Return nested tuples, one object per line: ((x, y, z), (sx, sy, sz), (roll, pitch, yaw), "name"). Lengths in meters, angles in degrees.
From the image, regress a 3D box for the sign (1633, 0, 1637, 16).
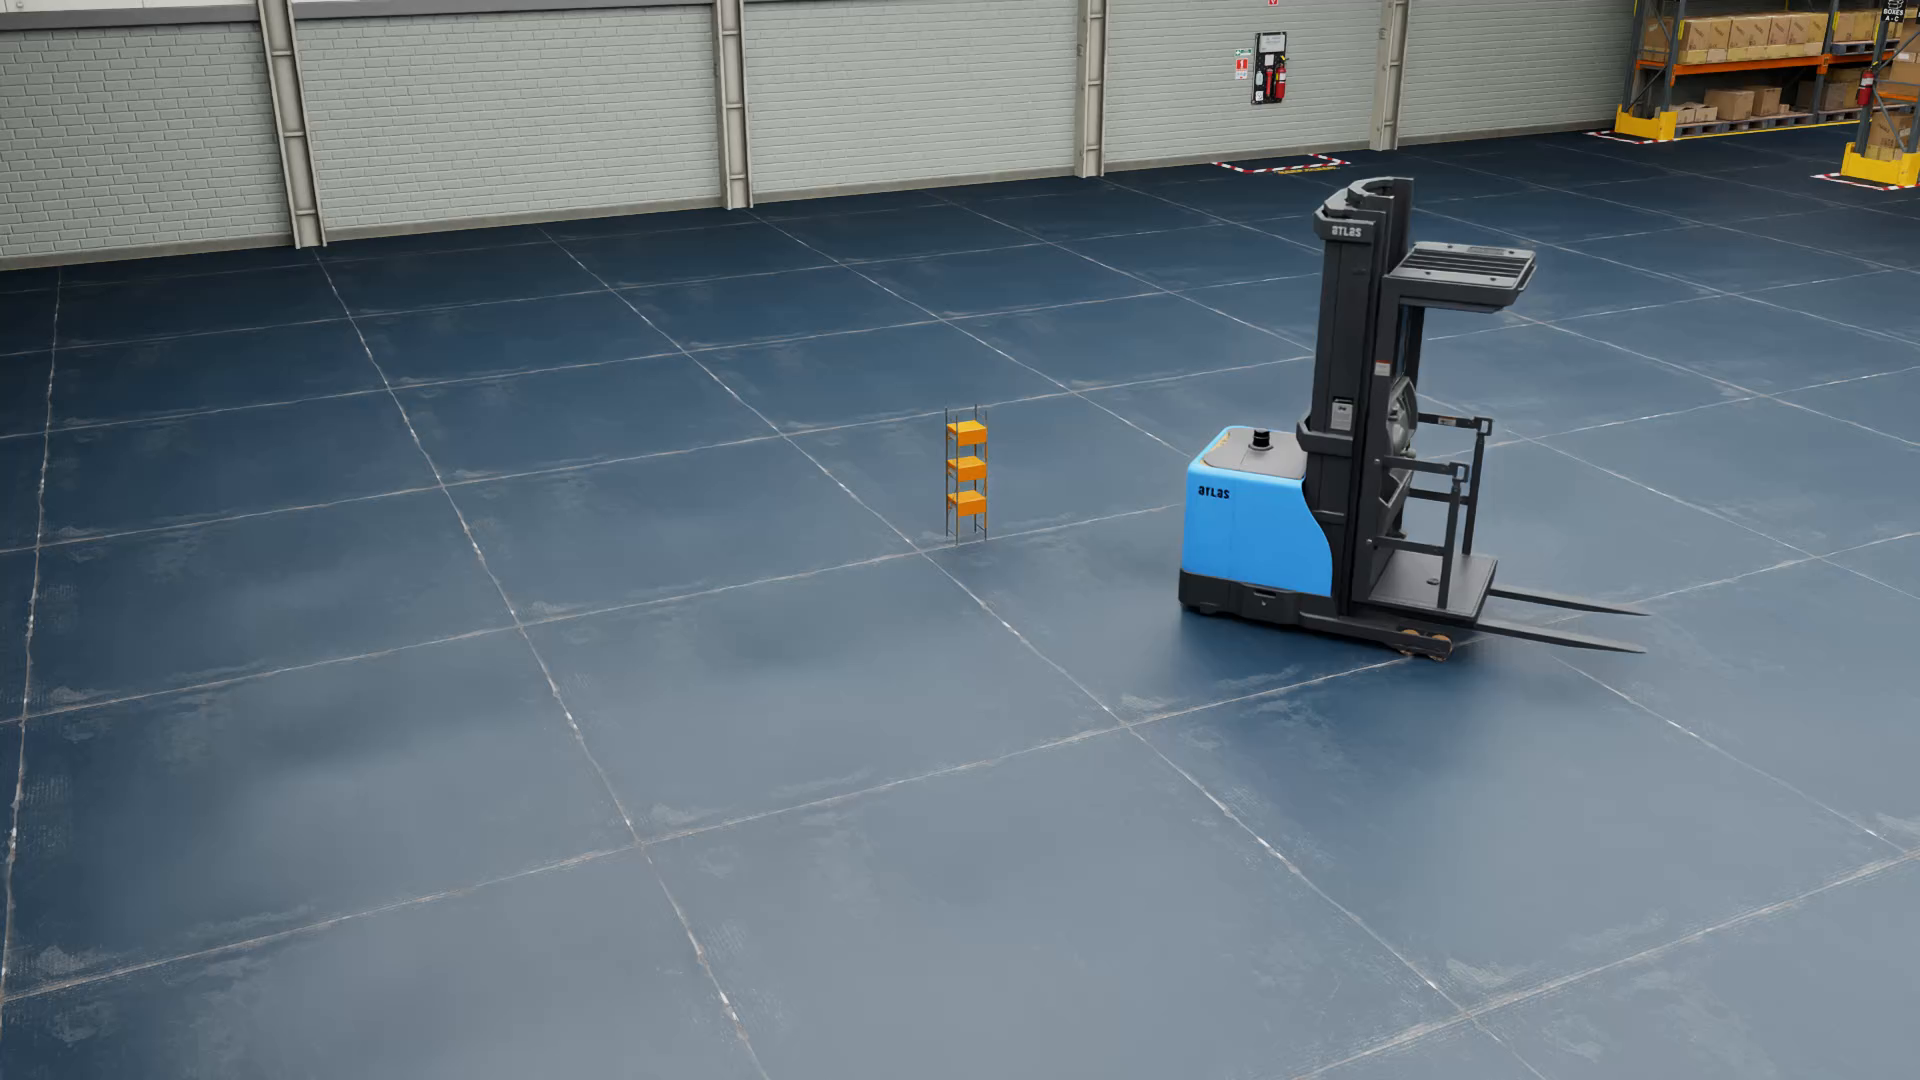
((12.432, -9.784, 30.537), (0.005, 0.325, 0.100), (-10, 25, -24), "sign")

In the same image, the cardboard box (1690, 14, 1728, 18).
((13.909, -9.514, 31.001), (0.500, 0.500, 0.500), (-11, 25, -25), "cardboard box")

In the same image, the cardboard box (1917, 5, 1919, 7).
((19.282, -10.659, 33.023), (0.250, 0.149, 0.380), (-15, 27, -32), "cardboard box")

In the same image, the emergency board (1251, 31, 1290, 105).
((5.261, -7.931, 27.987), (0.643, 1.169, 0.194), (-10, 25, -24), "emergency board")

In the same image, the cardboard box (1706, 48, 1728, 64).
((13.694, -8.911, 30.525), (0.500, 0.250, 0.500), (-11, 25, -25), "cardboard box")

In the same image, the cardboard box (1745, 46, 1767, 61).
((14.612, -9.077, 30.925), (0.500, 0.250, 0.500), (-10, 25, -23), "cardboard box")

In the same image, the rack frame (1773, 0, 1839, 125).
((16.259, -9.572, 31.952), (0.127, 3.000, 1.000), (-10, 25, -24), "rack frame")

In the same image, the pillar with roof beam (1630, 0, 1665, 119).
((14.777, -10.611, 26.618), (0.400, 9.000, 9.100), (-10, 25, -24), "pillar with roof beam")

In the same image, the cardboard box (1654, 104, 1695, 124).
((13.317, -7.953, 30.982), (0.500, 0.311, 0.500), (-14, 26, -30), "cardboard box")

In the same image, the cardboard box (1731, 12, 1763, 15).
((14.826, -9.687, 31.420), (0.500, 0.500, 0.500), (-10, 24, -22), "cardboard box")

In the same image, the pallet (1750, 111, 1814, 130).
((15.669, -8.160, 32.187), (1.213, 0.211, 1.003), (-10, 25, -24), "pallet")

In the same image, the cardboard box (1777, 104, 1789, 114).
((15.790, -8.367, 32.171), (0.250, 0.166, 0.380), (-14, 26, -30), "cardboard box")

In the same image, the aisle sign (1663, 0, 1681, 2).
((12.720, -9.994, 29.573), (0.004, 0.787, 0.394), (-10, 25, -24), "aisle sign")

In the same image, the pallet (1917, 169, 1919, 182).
((15.477, -6.055, 27.101), (1.213, 0.211, 1.003), (-10, 25, -24), "pallet")

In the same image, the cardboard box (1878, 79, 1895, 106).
((18.287, -9.009, 33.285), (0.500, 0.500, 0.700), (-11, 25, -24), "cardboard box")

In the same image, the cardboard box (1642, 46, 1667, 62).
((12.992, -8.993, 30.723), (0.500, 0.250, 0.500), (-10, 25, -23), "cardboard box")

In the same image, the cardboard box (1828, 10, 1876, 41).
((17.239, -9.984, 32.242), (0.500, 0.500, 0.700), (-8, 24, -18), "cardboard box")

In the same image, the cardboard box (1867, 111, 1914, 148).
((15.161, -6.663, 26.991), (0.500, 0.500, 0.500), (-10, 25, -24), "cardboard box")

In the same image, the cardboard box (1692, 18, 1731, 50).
((13.665, -9.249, 30.362), (0.500, 0.500, 0.500), (-10, 25, -23), "cardboard box")

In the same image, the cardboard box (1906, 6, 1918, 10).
((18.952, -10.302, 33.009), (0.500, 0.500, 0.700), (-13, 26, -29), "cardboard box")

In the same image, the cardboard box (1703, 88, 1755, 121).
((14.514, -8.240, 31.426), (0.500, 0.500, 0.700), (-12, 25, -27), "cardboard box")

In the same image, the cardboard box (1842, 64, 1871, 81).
((17.777, -9.256, 32.902), (0.500, 0.250, 0.500), (-11, 25, -25), "cardboard box")

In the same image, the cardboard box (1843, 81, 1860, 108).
((17.359, -8.851, 32.904), (0.500, 0.500, 0.700), (-11, 25, -25), "cardboard box")

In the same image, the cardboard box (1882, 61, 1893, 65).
((18.696, -9.420, 33.297), (0.500, 0.250, 0.500), (-10, 24, -23), "cardboard box")

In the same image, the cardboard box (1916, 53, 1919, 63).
((15.253, -7.539, 26.061), (0.250, 0.149, 0.380), (-11, 25, -24), "cardboard box")

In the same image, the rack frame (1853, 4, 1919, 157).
((14.806, -7.202, 26.227), (0.127, 3.000, 1.000), (-10, 25, -24), "rack frame")

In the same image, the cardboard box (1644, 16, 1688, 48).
((12.987, -9.346, 30.597), (0.500, 0.500, 0.500), (-11, 25, -24), "cardboard box")

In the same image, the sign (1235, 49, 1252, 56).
((4.726, -8.134, 27.738), (0.331, 0.109, 0.001), (-10, 25, -24), "sign")

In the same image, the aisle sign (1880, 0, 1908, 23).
((14.620, -8.493, 25.948), (0.004, 0.787, 0.394), (-10, 25, -24), "aisle sign")

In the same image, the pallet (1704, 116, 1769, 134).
((14.568, -7.956, 31.694), (1.213, 0.211, 1.003), (-10, 25, -24), "pallet")

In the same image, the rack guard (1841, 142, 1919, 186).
((14.785, -6.043, 26.695), (0.348, 0.500, 1.175), (-10, 25, -24), "rack guard")

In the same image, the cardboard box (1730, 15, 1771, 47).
((14.593, -9.422, 30.780), (0.500, 0.500, 0.500), (-10, 24, -22), "cardboard box")

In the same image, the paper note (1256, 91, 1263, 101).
((5.071, -7.518, 28.142), (0.142, 0.148, 0.016), (-10, 25, -24), "paper note")

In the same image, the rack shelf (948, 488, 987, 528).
((0.048, -0.227, 12.681), (0.240, 0.259, 0.215), (-10, 25, -24), "rack shelf")

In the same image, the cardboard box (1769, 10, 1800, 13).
((15.745, -9.852, 31.819), (0.500, 0.500, 0.500), (-11, 25, -25), "cardboard box")

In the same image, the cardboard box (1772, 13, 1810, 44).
((15.520, -9.589, 31.182), (0.500, 0.500, 0.500), (-11, 25, -24), "cardboard box")

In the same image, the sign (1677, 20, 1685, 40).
((12.890, -9.121, 29.732), (0.005, 0.325, 0.100), (-10, 25, -24), "sign")

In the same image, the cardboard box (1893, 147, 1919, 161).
((15.386, -6.138, 26.702), (0.500, 0.250, 0.500), (-10, 25, -24), "cardboard box")

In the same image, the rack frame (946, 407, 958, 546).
((-0.062, -0.474, 12.522), (0.008, 1.050, 0.200), (-10, 25, -24), "rack frame")

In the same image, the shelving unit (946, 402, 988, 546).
((0.048, -0.494, 12.571), (0.252, 1.050, 0.215), (-10, 25, -24), "shelving unit")

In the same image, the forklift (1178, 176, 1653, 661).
((3.079, -0.798, 10.845), (3.031, 2.935, 1.130), (10, 24, 23), "forklift")

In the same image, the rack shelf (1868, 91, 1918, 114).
((16.609, -7.201, 27.166), (4.000, 0.370, 1.077), (-10, 25, -24), "rack shelf")

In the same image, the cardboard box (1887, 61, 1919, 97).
((15.233, -7.321, 26.384), (0.500, 0.500, 0.700), (-10, 25, -24), "cardboard box")

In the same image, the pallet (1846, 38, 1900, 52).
((18.097, -9.804, 32.764), (1.213, 0.211, 1.003), (-10, 25, -24), "pallet")

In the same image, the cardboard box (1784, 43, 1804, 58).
((15.511, -9.249, 31.342), (0.500, 0.250, 0.500), (-10, 25, -23), "cardboard box")

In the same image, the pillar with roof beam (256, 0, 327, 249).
((-6.848, -6.630, 17.001), (0.400, 9.000, 9.100), (-10, 25, -24), "pillar with roof beam")

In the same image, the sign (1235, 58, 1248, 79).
((4.718, -7.891, 27.844), (0.234, 0.329, 0.001), (-10, 25, -24), "sign")
